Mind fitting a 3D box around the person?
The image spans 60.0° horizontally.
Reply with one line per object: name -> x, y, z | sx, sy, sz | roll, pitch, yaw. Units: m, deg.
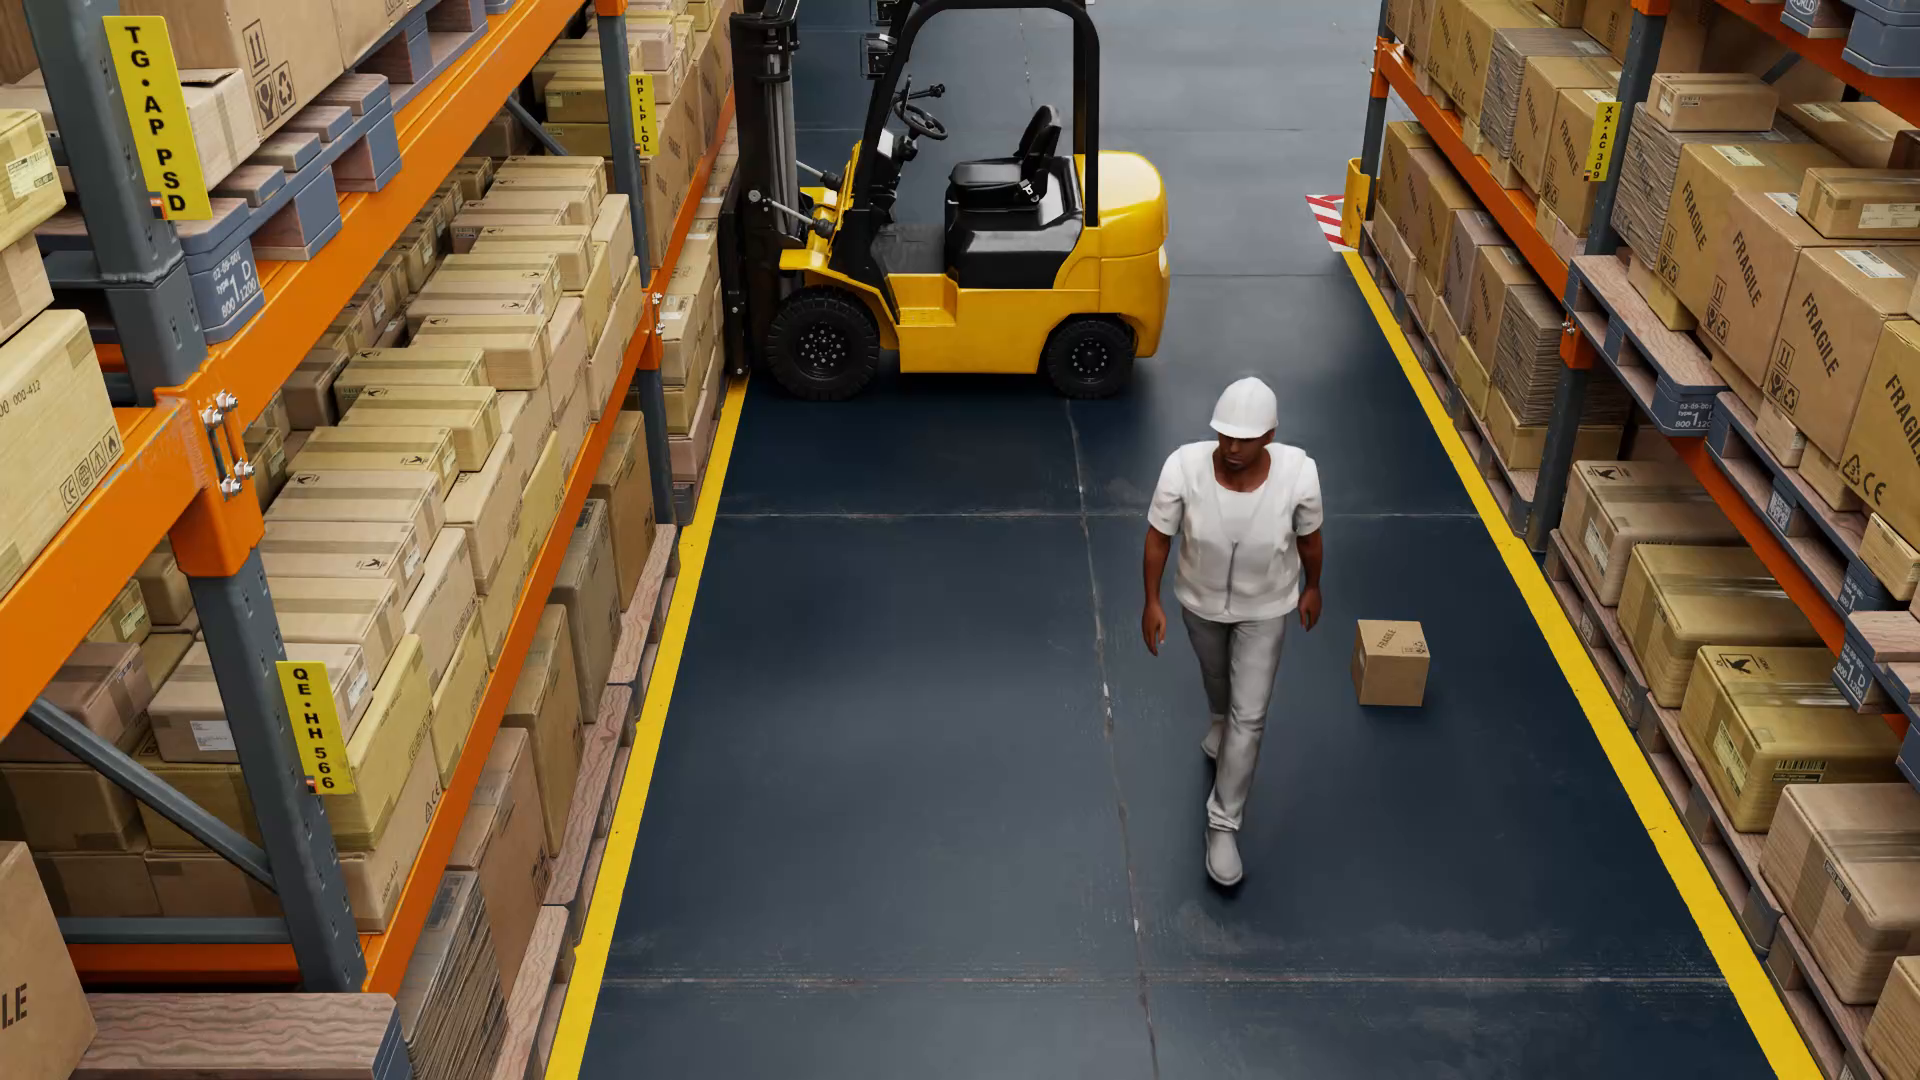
person -> 0.921, 0.216, 5.738 | 0.604, 1.699, 0.985 | 11, 33, 17
